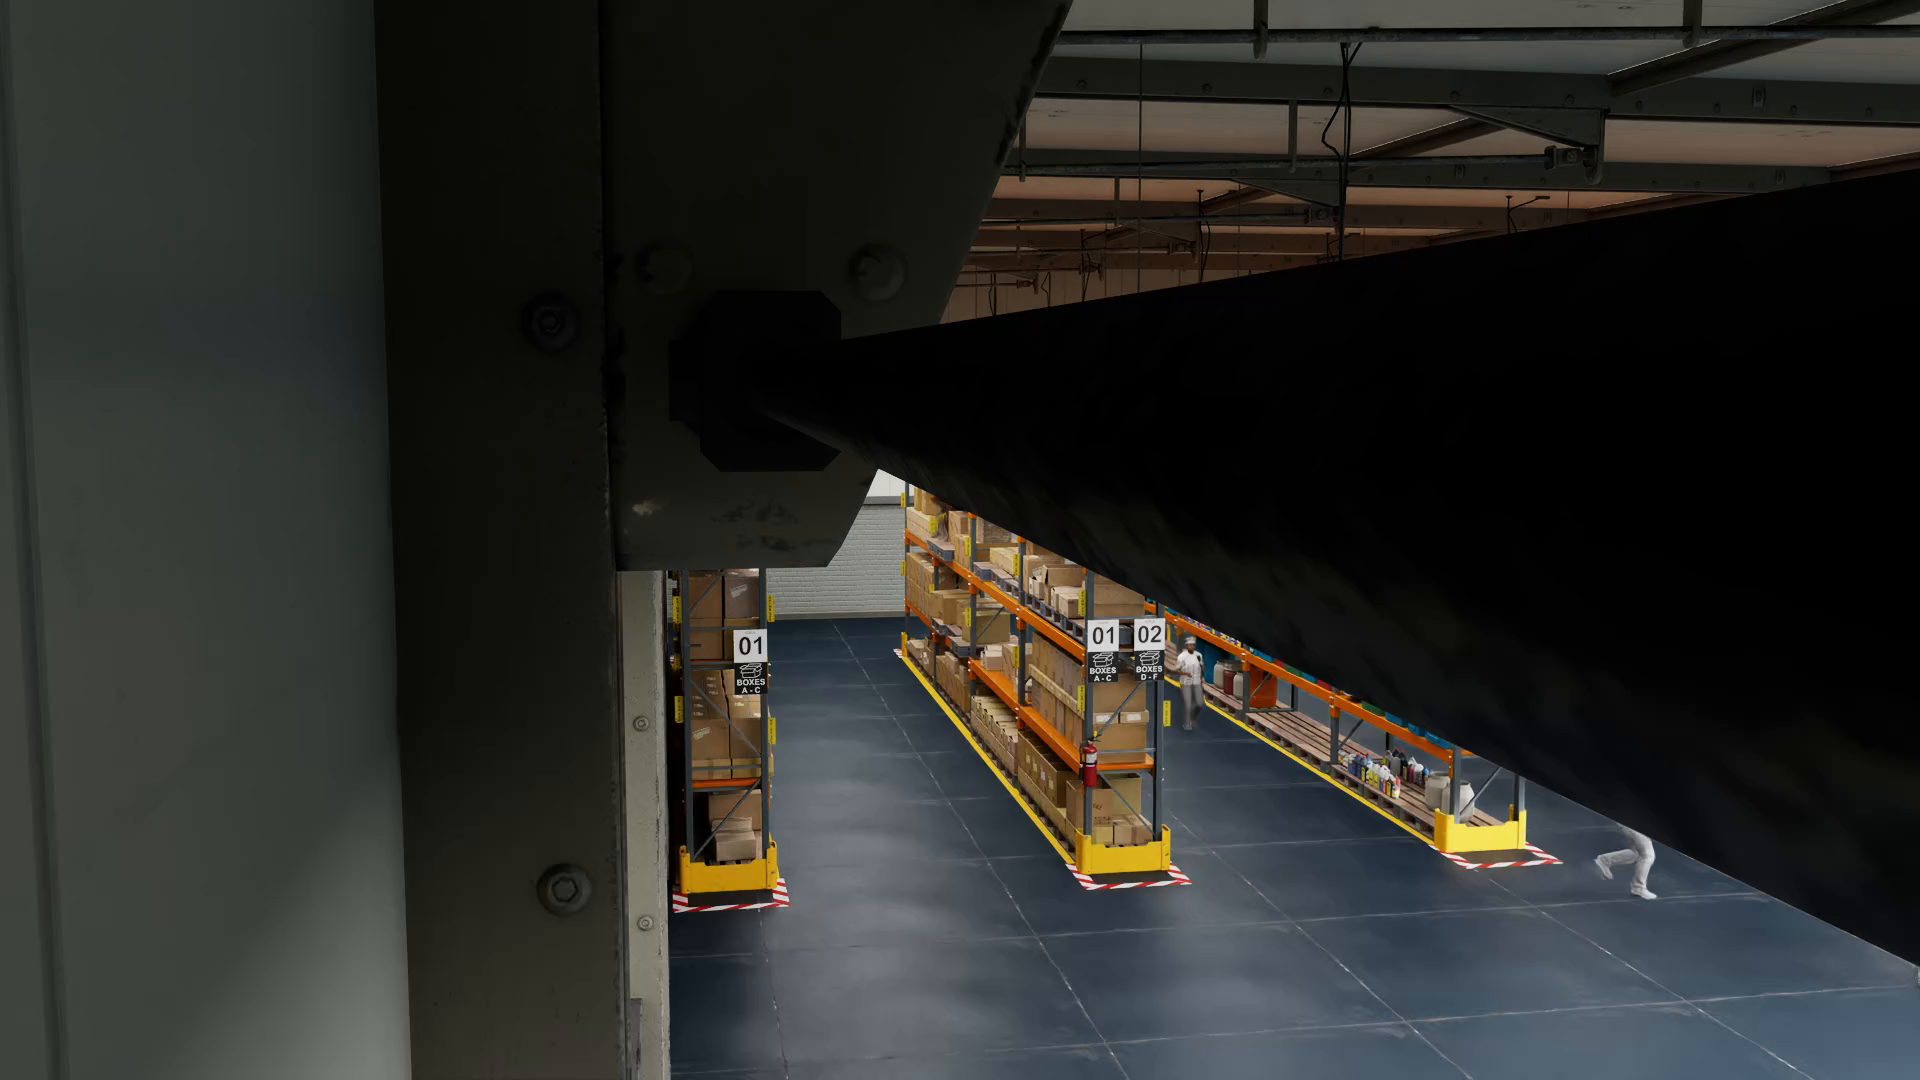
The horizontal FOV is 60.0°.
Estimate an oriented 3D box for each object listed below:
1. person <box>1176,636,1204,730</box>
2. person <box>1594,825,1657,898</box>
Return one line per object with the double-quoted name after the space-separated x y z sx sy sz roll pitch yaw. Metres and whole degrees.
4.036 2.504 28.863 0.562 1.668 0.580 -1 6 -11 "person"
8.039 3.399 20.013 0.719 1.776 0.676 3 6 24 "person"
